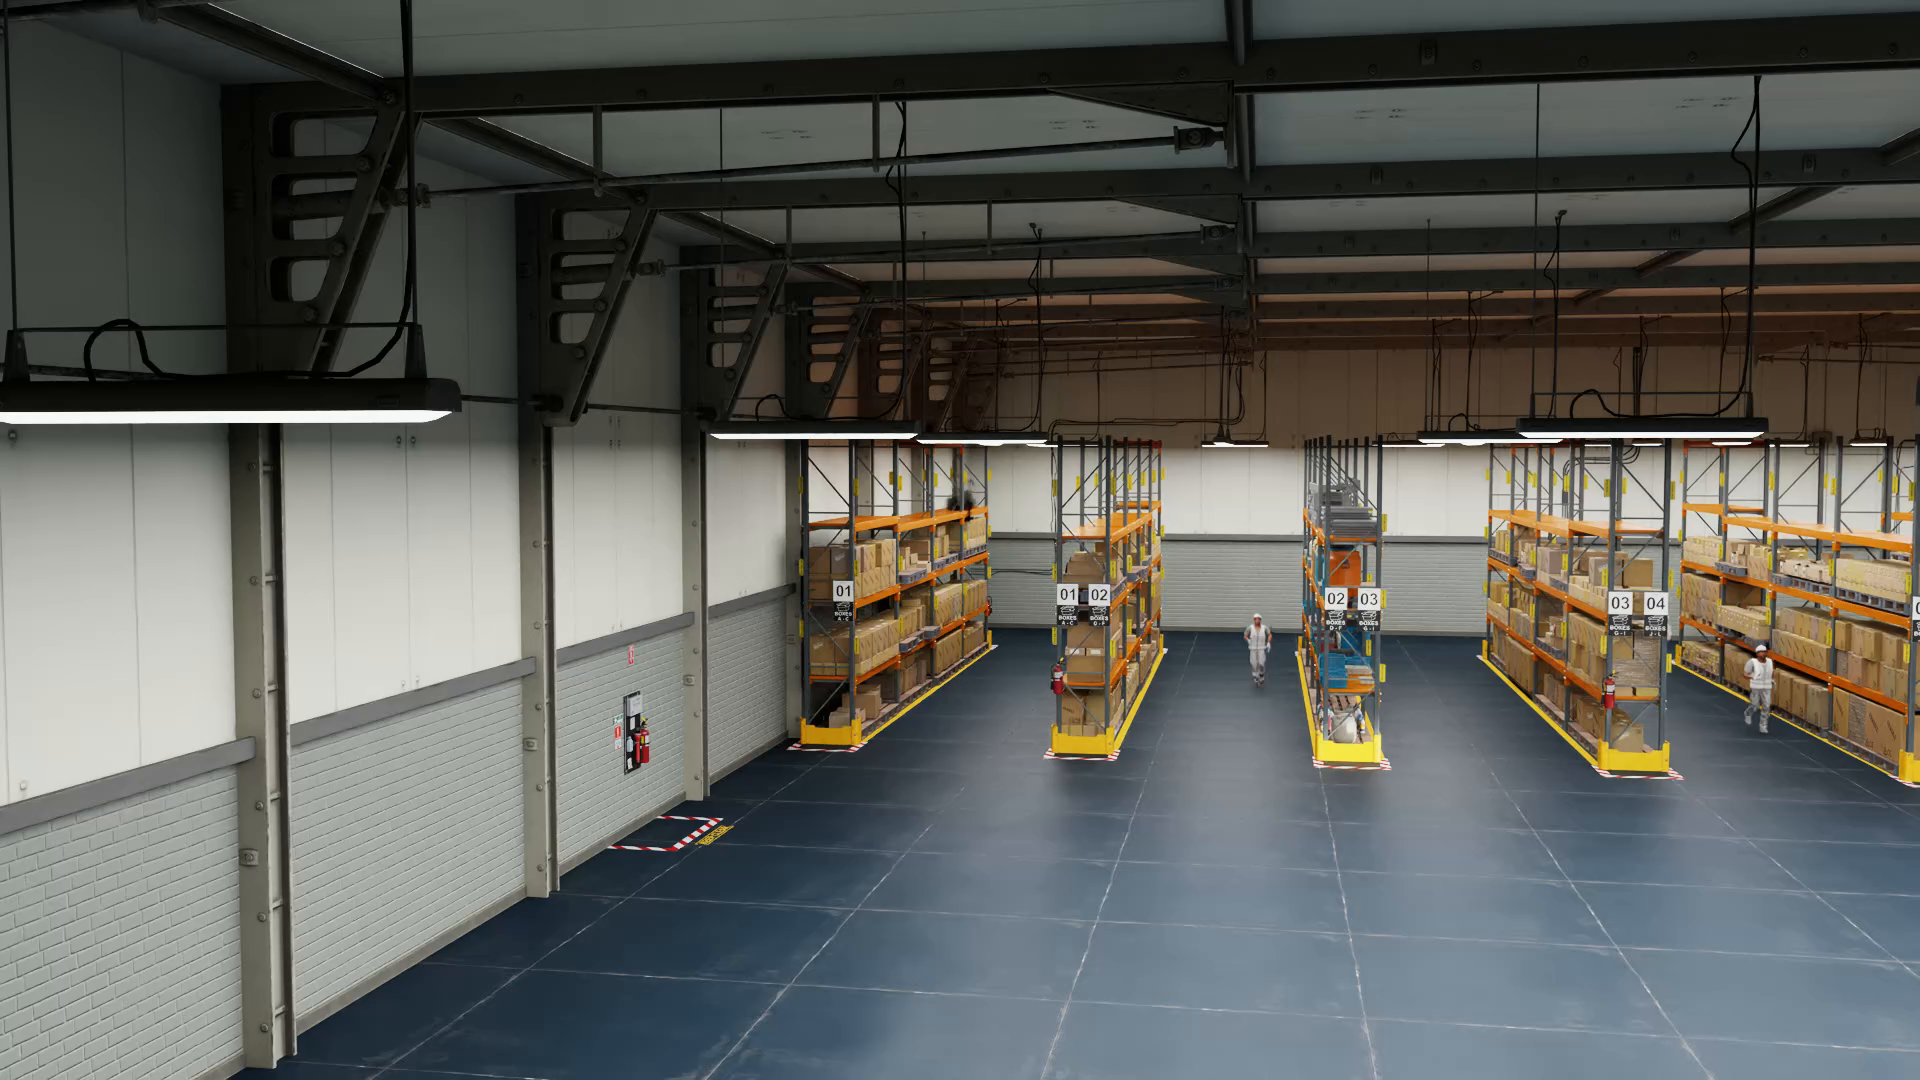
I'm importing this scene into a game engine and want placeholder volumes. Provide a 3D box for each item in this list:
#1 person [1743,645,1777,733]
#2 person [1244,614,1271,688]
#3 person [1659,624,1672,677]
[{"bbox_3d":[16.237,3.007,33.773,0.692,1.758,0.832,0,3,3],"label":"person"},{"bbox_3d":[7.158,2.678,40.067,0.647,1.807,0.708,1,3,13],"label":"person"},{"bbox_3d":[17.673,2.608,42.051,0.622,1.731,0.868,1,3,14],"label":"person"}]
